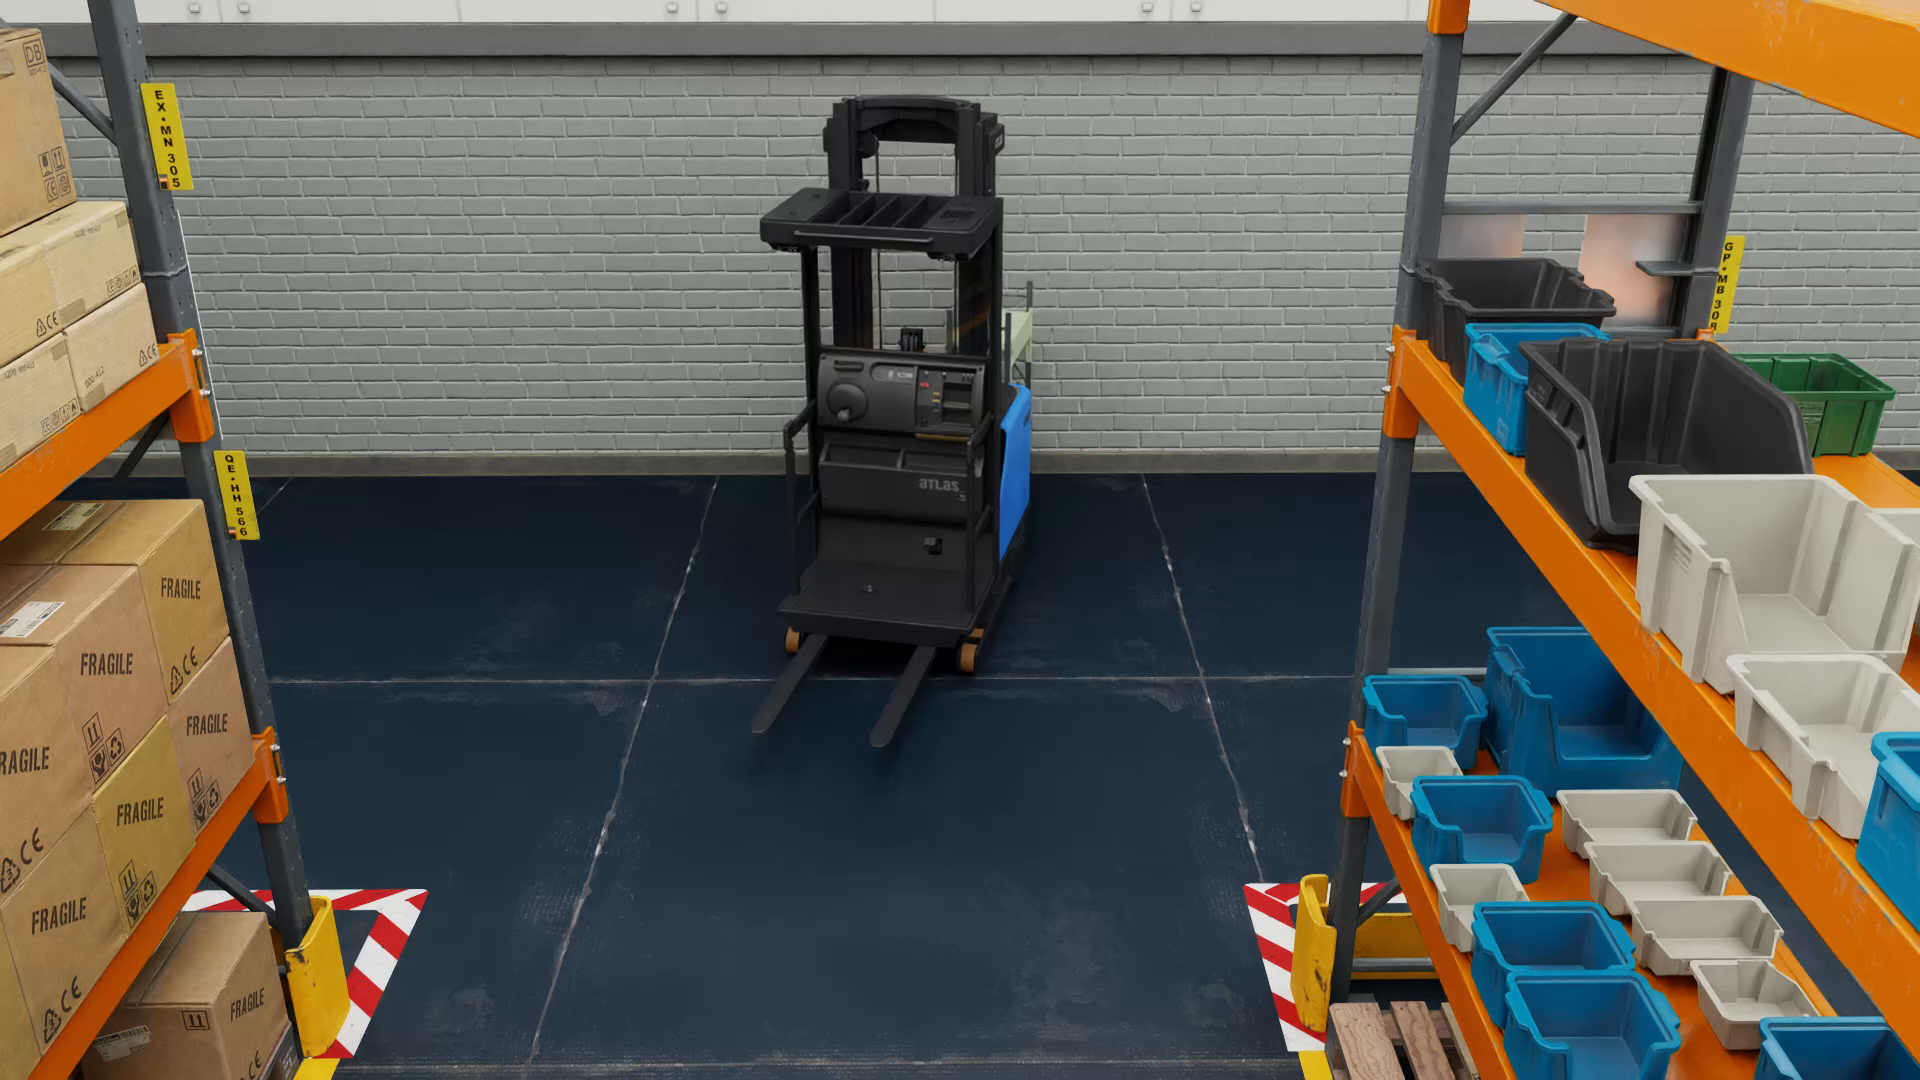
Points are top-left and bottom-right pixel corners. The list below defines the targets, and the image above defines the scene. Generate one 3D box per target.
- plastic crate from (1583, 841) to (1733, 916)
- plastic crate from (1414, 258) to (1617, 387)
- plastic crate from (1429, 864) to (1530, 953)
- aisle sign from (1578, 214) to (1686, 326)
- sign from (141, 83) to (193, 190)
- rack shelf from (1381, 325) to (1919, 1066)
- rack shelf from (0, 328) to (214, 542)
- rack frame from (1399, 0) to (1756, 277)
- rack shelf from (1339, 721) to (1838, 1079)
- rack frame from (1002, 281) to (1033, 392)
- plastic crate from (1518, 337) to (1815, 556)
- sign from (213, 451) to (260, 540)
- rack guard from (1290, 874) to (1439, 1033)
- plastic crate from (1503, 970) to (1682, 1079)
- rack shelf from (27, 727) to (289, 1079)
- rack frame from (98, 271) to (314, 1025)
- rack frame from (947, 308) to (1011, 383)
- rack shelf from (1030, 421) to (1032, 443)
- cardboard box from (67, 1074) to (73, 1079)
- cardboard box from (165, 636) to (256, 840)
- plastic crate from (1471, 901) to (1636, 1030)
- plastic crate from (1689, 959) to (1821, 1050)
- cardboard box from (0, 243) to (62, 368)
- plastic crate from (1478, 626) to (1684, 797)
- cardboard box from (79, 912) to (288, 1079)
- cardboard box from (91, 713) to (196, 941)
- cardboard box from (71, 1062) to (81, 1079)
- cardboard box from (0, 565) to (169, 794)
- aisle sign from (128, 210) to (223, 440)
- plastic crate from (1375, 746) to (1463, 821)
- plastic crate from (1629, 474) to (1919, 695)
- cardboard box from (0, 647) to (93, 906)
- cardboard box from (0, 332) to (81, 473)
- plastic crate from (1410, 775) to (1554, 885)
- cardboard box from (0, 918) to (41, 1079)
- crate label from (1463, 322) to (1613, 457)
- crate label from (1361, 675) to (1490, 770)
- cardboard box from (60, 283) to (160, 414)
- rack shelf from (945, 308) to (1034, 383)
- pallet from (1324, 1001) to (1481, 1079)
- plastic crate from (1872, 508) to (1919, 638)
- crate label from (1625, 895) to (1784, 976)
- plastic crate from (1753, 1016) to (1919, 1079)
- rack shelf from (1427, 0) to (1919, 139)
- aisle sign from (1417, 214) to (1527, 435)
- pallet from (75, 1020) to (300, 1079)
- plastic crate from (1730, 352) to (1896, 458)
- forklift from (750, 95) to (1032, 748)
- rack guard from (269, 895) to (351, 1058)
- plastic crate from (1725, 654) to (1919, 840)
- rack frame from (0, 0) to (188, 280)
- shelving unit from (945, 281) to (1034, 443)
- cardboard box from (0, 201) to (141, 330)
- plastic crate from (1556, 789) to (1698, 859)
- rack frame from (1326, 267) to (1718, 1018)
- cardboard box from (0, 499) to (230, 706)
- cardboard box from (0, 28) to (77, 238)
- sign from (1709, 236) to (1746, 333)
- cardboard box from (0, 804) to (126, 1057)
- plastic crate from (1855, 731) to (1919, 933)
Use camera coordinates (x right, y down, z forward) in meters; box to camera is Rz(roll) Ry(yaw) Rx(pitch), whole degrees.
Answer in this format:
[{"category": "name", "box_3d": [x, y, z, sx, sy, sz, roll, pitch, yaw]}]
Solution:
[{"category": "plastic crate", "box_3d": [2.118, 1.042, 5.053, 0.396, 0.136, 0.243, 0, 24, -1]}, {"category": "plastic crate", "box_3d": [1.665, -0.653, 5.072, 0.497, 0.269, 0.590, 0, 24, -1]}, {"category": "plastic crate", "box_3d": [1.541, 1.103, 4.919, 0.250, 0.136, 0.298, 0, 24, -1]}, {"category": "aisle sign", "box_3d": [2.231, -0.721, 5.549, 0.394, 0.787, 0.004, 0, 24, -1]}, {"category": "sign", "box_3d": [-2.459, -1.249, 5.158, 0.100, 0.325, 0.005, 0, 24, -1]}, {"category": "rack shelf", "box_3d": [1.961, 0.280, 3.725, 1.077, 0.370, 4.000, 0, 24, -1]}, {"category": "rack shelf", "box_3d": [-2.992, 0.300, 3.679, 1.077, 0.370, 4.000, 0, 24, -1]}, {"category": "rack frame", "box_3d": [1.939, -2.239, 4.780, 1.000, 3.000, 0.127, 0, 24, -1]}, {"category": "rack shelf", "box_3d": [1.961, 1.646, 4.343, 1.077, 0.370, 4.000, 0, 24, -1]}, {"category": "rack frame", "box_3d": [0.277, -1.019, 11.183, 0.400, 1.500, 0.023, 5, 25, 11]}, {"category": "plastic crate", "box_3d": [1.681, -0.213, 4.017, 0.504, 0.338, 0.767, 0, 24, -1]}, {"category": "sign", "box_3d": [-2.459, -0.151, 5.654, 0.100, 0.325, 0.005, 0, 24, -1]}, {"category": "rack guard", "box_3d": [1.926, 1.624, 6.554, 1.175, 0.500, 0.348, 0, 24, -1]}, {"category": "plastic crate", "box_3d": [1.630, 1.313, 4.338, 0.416, 0.233, 0.300, 0, 24, -1]}, {"category": "rack shelf", "box_3d": [-2.992, 1.667, 4.297, 1.077, 0.370, 4.000, 0, 24, -1]}, {"category": "rack frame", "box_3d": [-3.014, 0.515, 5.971, 1.000, 3.000, 0.127, 0, 24, -1]}, {"category": "rack frame", "box_3d": [0.117, -0.725, 10.533, 0.400, 1.500, 0.023, 5, 25, 11]}, {"category": "rack shelf", "box_3d": [0.197, -0.575, 10.992, 0.431, 0.370, 0.720, 5, 25, 11]}, {"category": "cardboard box", "box_3d": [-3.286, 1.999, 5.493, 0.500, 0.250, 0.500, 0, 24, -1]}, {"category": "cardboard box", "box_3d": [-2.737, 0.653, 5.545, 0.500, 0.500, 0.500, 0, 24, 1]}, {"category": "plastic crate", "box_3d": [1.627, 1.189, 4.611, 0.416, 0.233, 0.300, 0, 24, -1]}, {"category": "plastic crate", "box_3d": [2.167, 1.279, 4.530, 0.298, 0.136, 0.250, 0, 24, -1]}, {"category": "cardboard box", "box_3d": [-2.748, -0.594, 4.360, 0.500, 0.250, 0.500, 0, 24, -1]}, {"category": "plastic crate", "box_3d": [2.130, 0.588, 5.694, 0.616, 0.435, 0.499, 0, 24, -1]}, {"category": "cardboard box", "box_3d": [-2.762, 1.677, 5.902, 0.500, 0.500, 0.500, 0, 24, -1]}, {"category": "cardboard box", "box_3d": [-2.728, 0.867, 5.072, 0.500, 0.500, 0.500, 0, 24, 0]}, {"category": "cardboard box", "box_3d": [-3.350, 1.883, 5.851, 0.380, 0.166, 0.250, 0, 24, -1]}, {"category": "cardboard box", "box_3d": [-2.728, 0.404, 4.881, 0.500, 0.500, 0.500, 0, 24, 1]}, {"category": "aisle sign", "box_3d": [-2.708, -0.699, 5.500, 0.394, 0.787, 0.004, 0, 24, -1]}, {"category": "plastic crate", "box_3d": [1.533, 0.823, 5.537, 0.250, 0.136, 0.298, 0, 24, -1]}, {"category": "plastic crate", "box_3d": [1.655, 0.096, 3.401, 0.437, 0.282, 0.530, 0, 24, -1]}, {"category": "cardboard box", "box_3d": [-2.717, 0.618, 4.409, 0.500, 0.500, 0.500, 0, 24, 1]}, {"category": "cardboard box", "box_3d": [-2.750, -0.367, 4.463, 0.500, 0.250, 0.500, 0, 24, -1]}, {"category": "plastic crate", "box_3d": [1.620, 0.918, 5.211, 0.416, 0.233, 0.300, 0, 24, -1]}, {"category": "cardboard box", "box_3d": [-2.722, 1.280, 4.159, 0.500, 0.500, 0.500, -1, 24, -1]}, {"category": "crate label", "box_3d": [1.626, -0.423, 4.585, 0.408, 0.251, 0.502, 0, 24, -1]}, {"category": "crate label", "box_3d": [1.613, 0.647, 5.811, 0.416, 0.233, 0.303, 0, 24, -1]}, {"category": "cardboard box", "box_3d": [-2.745, -0.573, 4.918, 0.500, 0.250, 0.500, 0, 24, -1]}, {"category": "rack shelf", "box_3d": [0.197, -1.228, 10.697, 0.431, 0.370, 0.720, 5, 25, 11]}, {"category": "pallet", "box_3d": [1.909, 2.105, 5.840, 1.003, 0.211, 1.213, 0, 24, -1]}, {"category": "plastic crate", "box_3d": [2.210, 0.098, 3.573, 0.437, 0.136, 0.530, 0, 24, -1]}, {"category": "crate label", "box_3d": [2.145, 1.157, 4.800, 0.396, 0.136, 0.243, 0, 24, -1]}, {"category": "plastic crate", "box_3d": [2.218, 1.388, 4.170, 0.416, 0.233, 0.300, 0, 24, -1]}, {"category": "rack shelf", "box_3d": [1.961, -0.905, 3.189, 1.077, 0.370, 4.000, 0, 24, -1]}, {"category": "aisle sign", "box_3d": [1.641, -0.718, 5.544, 0.394, 0.787, 0.004, 0, 24, -1]}, {"category": "pallet", "box_3d": [-3.003, 2.146, 5.750, 1.003, 0.211, 1.213, 0, 24, -1]}, {"category": "plastic crate", "box_3d": [2.236, -0.371, 4.546, 0.450, 0.188, 0.336, 0, 24, -1]}, {"category": "forklift", "box_3d": [-0.369, -0.773, 8.902, 1.130, 2.935, 3.031, 5, 25, 11]}, {"category": "rack guard", "box_3d": [-3.013, 1.685, 6.417, 1.175, 0.500, 0.348, 0, 24, -1]}, {"category": "plastic crate", "box_3d": [1.588, 0.374, 2.964, 0.293, 0.136, 0.466, 0, 24, -1]}, {"category": "rack frame", "box_3d": [-3.014, -2.218, 4.735, 1.000, 3.000, 0.127, 0, 24, -1]}, {"category": "shelving unit", "box_3d": [0.197, -0.872, 10.858, 0.431, 1.500, 0.755, 5, 25, 11]}, {"category": "cardboard box", "box_3d": [-2.753, -0.800, 4.815, 0.500, 0.250, 0.500, 0, 24, -1]}, {"category": "plastic crate", "box_3d": [2.129, 0.922, 5.318, 0.396, 0.136, 0.243, 0, 24, -1]}, {"category": "rack frame", "box_3d": [1.939, 0.494, 6.017, 1.000, 3.000, 0.127, 0, 24, -1]}, {"category": "cardboard box", "box_3d": [-2.734, 0.196, 5.341, 0.500, 0.500, 0.500, 0, 24, -1]}, {"category": "cardboard box", "box_3d": [-2.992, -1.141, 4.658, 0.700, 0.500, 0.500, 0, 24, -1]}, {"category": "sign", "box_3d": [2.489, -0.834, 5.440, 0.100, 0.325, 0.005, 0, 24, -1]}, {"category": "cardboard box", "box_3d": [-2.728, 1.072, 4.618, 0.500, 0.500, 0.500, 0, 24, 0]}, {"category": "plastic crate", "box_3d": [1.654, 0.479, 2.615, 0.416, 0.233, 0.300, 0, 24, -1]}]
